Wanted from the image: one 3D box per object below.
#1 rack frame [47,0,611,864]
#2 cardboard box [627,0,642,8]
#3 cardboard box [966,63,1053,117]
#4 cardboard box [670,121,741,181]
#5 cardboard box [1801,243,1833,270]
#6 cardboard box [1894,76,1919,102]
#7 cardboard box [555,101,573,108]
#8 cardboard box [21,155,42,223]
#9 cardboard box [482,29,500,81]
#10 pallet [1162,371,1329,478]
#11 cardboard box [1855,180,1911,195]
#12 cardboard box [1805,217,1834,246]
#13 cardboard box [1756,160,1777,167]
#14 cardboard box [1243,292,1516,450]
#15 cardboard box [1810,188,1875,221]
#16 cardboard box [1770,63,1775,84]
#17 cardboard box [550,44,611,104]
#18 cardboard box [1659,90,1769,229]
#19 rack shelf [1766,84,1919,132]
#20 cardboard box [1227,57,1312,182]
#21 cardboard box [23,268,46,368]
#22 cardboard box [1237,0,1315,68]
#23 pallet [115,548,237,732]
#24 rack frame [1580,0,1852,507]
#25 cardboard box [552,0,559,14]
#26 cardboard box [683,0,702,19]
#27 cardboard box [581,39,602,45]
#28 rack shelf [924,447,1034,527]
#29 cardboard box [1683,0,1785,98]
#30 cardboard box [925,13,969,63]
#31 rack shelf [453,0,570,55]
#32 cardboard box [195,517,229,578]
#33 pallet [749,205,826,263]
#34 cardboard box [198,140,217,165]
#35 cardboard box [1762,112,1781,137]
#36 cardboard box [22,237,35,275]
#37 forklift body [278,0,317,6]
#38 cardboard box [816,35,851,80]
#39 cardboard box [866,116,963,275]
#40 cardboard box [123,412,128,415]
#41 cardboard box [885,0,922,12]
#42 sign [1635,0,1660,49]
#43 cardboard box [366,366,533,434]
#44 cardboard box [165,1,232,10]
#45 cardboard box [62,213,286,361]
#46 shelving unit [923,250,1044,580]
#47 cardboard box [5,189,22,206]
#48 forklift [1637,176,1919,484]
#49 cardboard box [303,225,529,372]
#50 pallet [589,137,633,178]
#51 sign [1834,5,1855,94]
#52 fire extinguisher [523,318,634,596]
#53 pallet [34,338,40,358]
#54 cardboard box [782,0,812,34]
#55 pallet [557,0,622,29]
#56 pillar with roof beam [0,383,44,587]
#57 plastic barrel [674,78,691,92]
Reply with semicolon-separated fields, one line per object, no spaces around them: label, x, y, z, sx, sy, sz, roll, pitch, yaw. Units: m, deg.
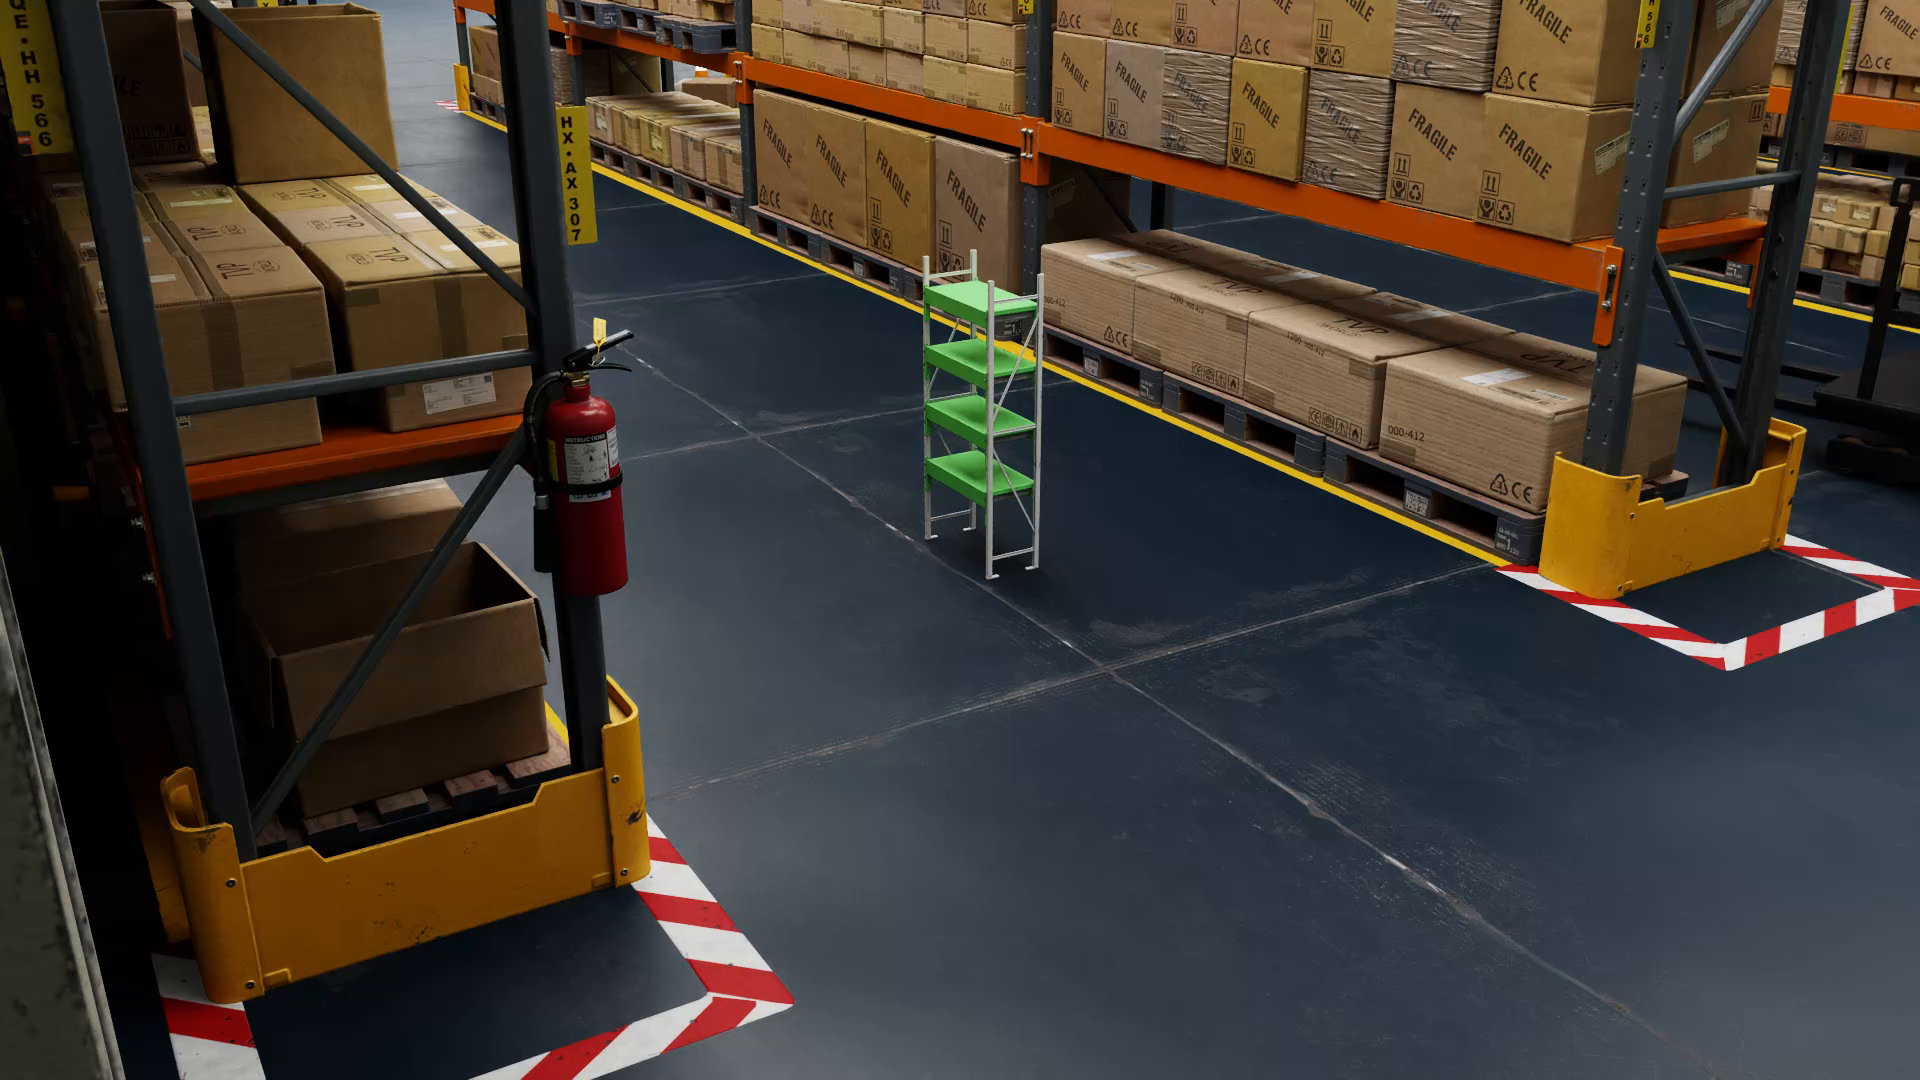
rack frame;-1.400;-0.368;3.905;1.000;3.000;0.127;-13;25;-28
cardboard box;-2.612;-4.620;14.141;0.380;0.149;0.250;-12;25;-26
cardboard box;0.376;-2.646;9.708;0.500;0.250;0.500;-13;26;-29
cardboard box;-1.885;-3.313;14.082;0.950;0.372;0.625;-13;26;-29
cardboard box;5.634;-1.885;10.867;0.380;0.149;0.250;-13;26;-30
cardboard box;5.928;-2.760;10.124;0.380;0.149;0.250;-12;25;-27
cardboard box;-3.797;-4.269;16.596;0.500;0.250;0.500;-11;25;-26
cardboard box;-3.160;-1.358;6.144;0.500;0.250;0.500;-13;25;-29
cardboard box;-4.850;-5.281;18.090;0.500;0.500;0.500;-14;26;-30
pallet;1.771;-0.670;8.352;1.003;0.211;1.213;-13;25;-28
cardboard box;6.161;-2.280;11.047;0.380;0.149;0.250;-14;26;-30
cardboard box;5.628;-2.024;10.813;0.380;0.149;0.250;-13;25;-29
cardboard box;5.596;-2.613;11.866;0.380;0.149;0.250;-12;25;-28
cardboard box;1.968;-0.820;7.863;0.875;0.438;0.875;-12;25;-27
cardboard box;5.708;-2.178;10.797;0.380;0.149;0.250;-14;26;-30
cardboard box;5.401;-3.098;10.955;0.380;0.149;0.250;-14;26;-31
cardboard box;-3.797;-4.616;16.455;0.500;0.500;0.500;-13;25;-29
cardboard box;2.867;-1.581;6.756;0.500;0.500;0.500;-13;25;-29
rack shelf;6.048;-2.623;10.408;1.077;0.370;4.000;-13;25;-28
cardboard box;1.602;-1.970;7.714;0.500;0.500;0.500;-12;25;-27
cardboard box;-4.463;-1.135;8.555;0.500;0.500;0.500;-14;26;-31
cardboard box;1.617;-2.431;7.520;0.500;0.500;0.500;-13;25;-29
pallet;-2.466;0.247;6.095;1.003;0.211;1.213;-13;25;-28
rack frame;2.866;-1.324;6.257;1.000;3.000;0.127;-13;25;-28
cardboard box;-3.690;-5.137;15.973;0.380;0.149;0.250;-13;25;-29
cardboard box;-1.957;-4.198;13.105;0.380;0.149;0.250;-13;25;-29
cardboard box;-3.617;-4.890;17.129;0.500;0.500;0.500;-11;25;-26
rack shelf;0.085;-0.221;6.740;0.258;0.148;0.480;-13;25;-28
cardboard box;2.865;-2.043;6.567;0.500;0.500;0.500;-13;26;-29
cardboard box;0.126;-3.037;10.007;0.500;0.250;0.500;-12;25;-27
rack shelf;-4.286;-5.522;17.542;1.077;0.370;4.000;-13;25;-28
cardboard box;-2.564;-0.241;6.354;0.700;0.500;0.500;-14;26;-30
pallet;-0.883;-2.352;12.489;1.003;0.211;1.213;-13;25;-28
cardboard box;-2.461;-1.290;5.977;0.500;0.250;0.500;-13;25;-29
cardboard box;8.082;-4.512;16.365;1.225;0.875;0.875;-13;25;-28
cardboard box;-4.577;-1.474;8.527;0.380;0.149;0.250;-12;25;-27
forklift body;-7.036;-4.891;16.160;2.313;2.155;1.214;-13;25;-28
cardboard box;-0.647;-3.303;11.326;0.500;0.250;0.500;-12;25;-27
cardboard box;-0.031;-2.305;10.935;0.875;0.875;0.875;-12;25;-27
cardboard box;-2.085;-0.470;4.491;0.380;0.149;0.250;-13;26;-30
cardboard box;-0.135;-3.558;10.294;0.500;0.500;0.500;-12;25;-27
sign;2.392;-1.870;5.748;0.100;0.325;0.005;-13;25;-28
cardboard box;-1.332;-0.411;4.344;0.380;0.149;0.250;-13;25;-29
cardboard box;-3.762;-2.271;7.896;0.700;0.500;0.500;-12;25;-28
cardboard box;-2.125;-0.701;4.529;0.500;0.250;0.500;-13;25;-28
shelving unit;0.085;-0.502;6.626;0.258;1.200;0.503;-13;25;-28
cardboard box;-5.375;-1.975;9.758;0.380;0.149;0.250;-12;25;-27
forklift;4.693;-1.729;7.344;1.130;2.935;3.031;-19;29;-39
cardboard box;-1.400;-0.635;4.366;0.500;0.250;0.500;-12;25;-28
pallet;-2.865;-3.665;15.719;1.003;0.211;1.213;-13;25;-28
sign;3.346;-1.866;6.337;0.100;0.325;0.005;-13;25;-28
fire extinguisher;-0.927;-0.201;4.091;0.296;0.674;0.183;-13;25;-28
pallet;-5.137;-1.417;10.189;1.003;0.211;1.213;-13;25;-28
cardboard box;-0.911;-3.697;11.629;0.500;0.250;0.500;-12;25;-27
pallet;-2.999;-4.844;15.172;1.003;0.211;1.213;-13;25;-28
pillar with roof beam;-0.161;-4.871;7.017;9.100;9.000;0.400;-13;25;-28
plastic barrel;-2.951;-4.932;18.556;0.512;0.421;0.421;4;22;9
